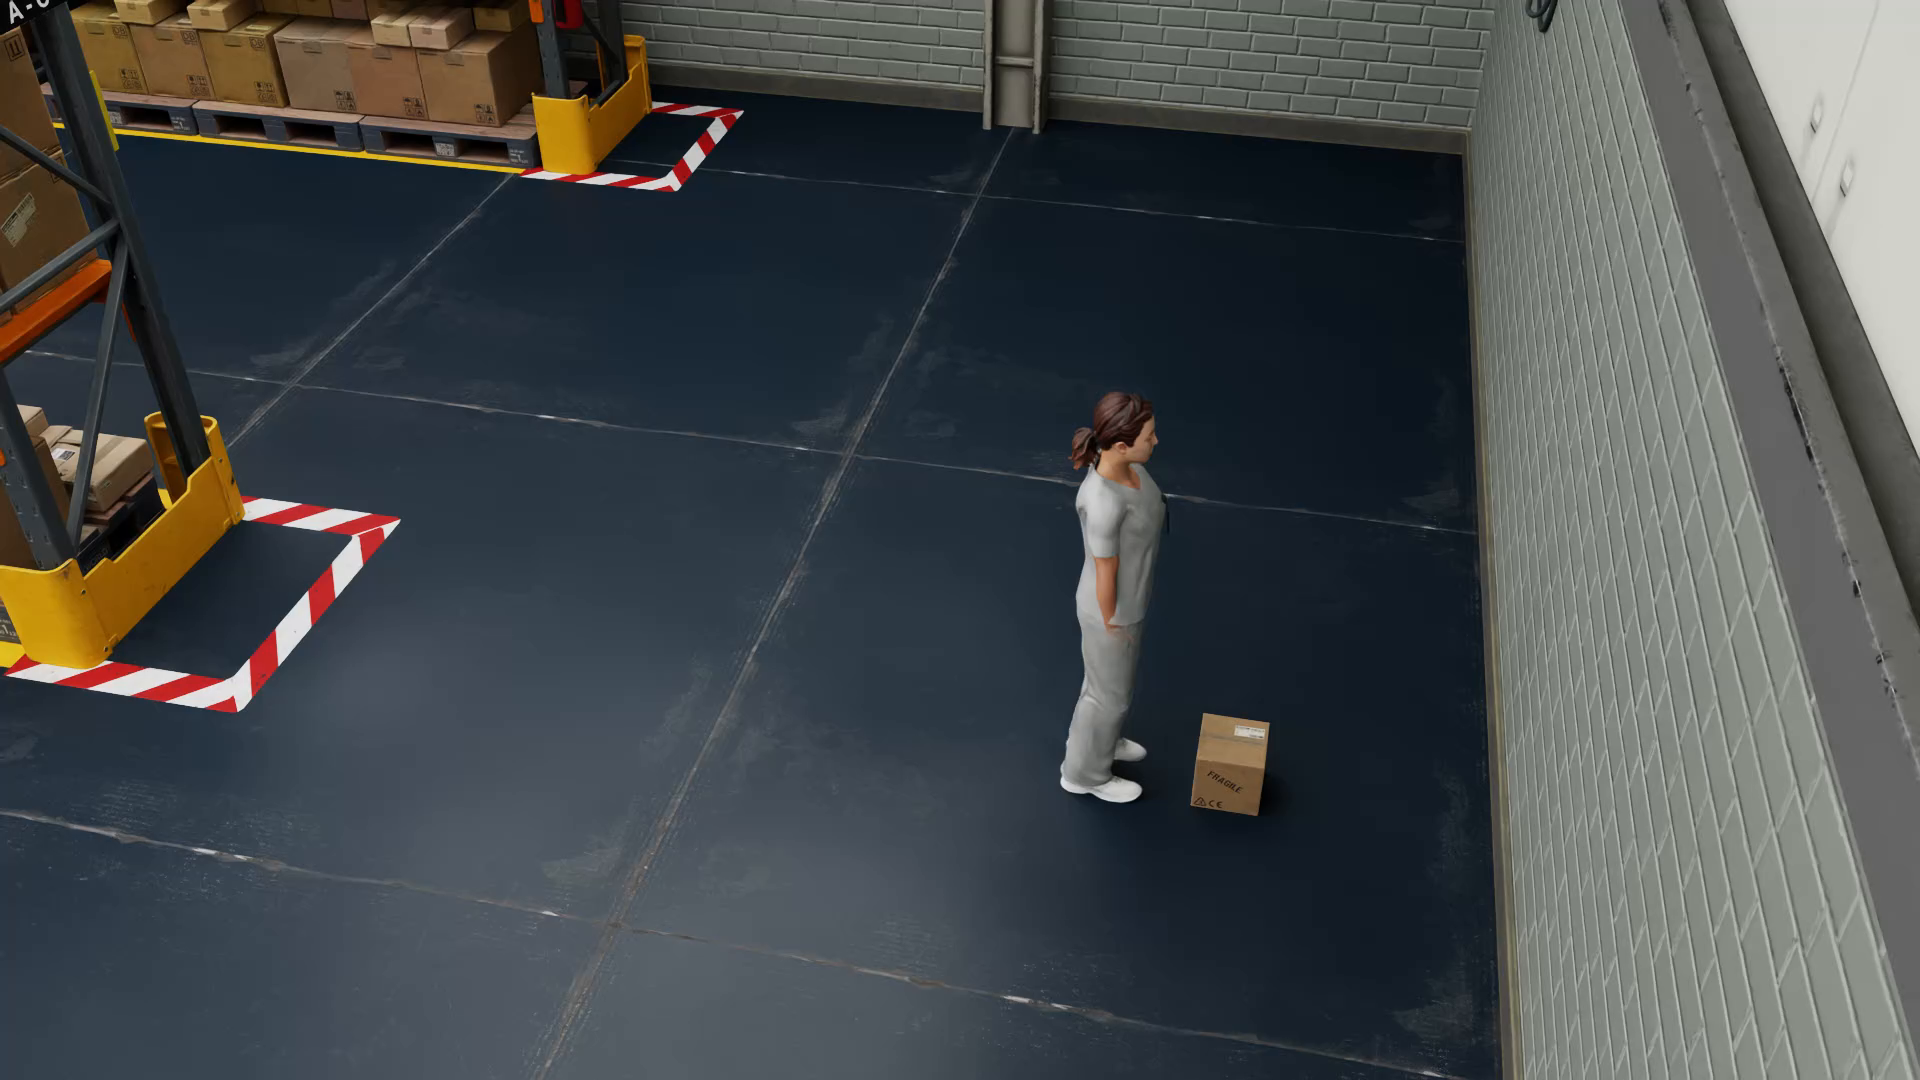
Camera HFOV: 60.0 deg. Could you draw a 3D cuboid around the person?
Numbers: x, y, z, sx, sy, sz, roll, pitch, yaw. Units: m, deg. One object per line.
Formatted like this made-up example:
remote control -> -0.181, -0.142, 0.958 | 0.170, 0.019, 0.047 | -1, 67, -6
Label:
person -> 0.536, 0.207, 5.889 | 0.362, 1.683, 0.438 | 8, 38, 11
